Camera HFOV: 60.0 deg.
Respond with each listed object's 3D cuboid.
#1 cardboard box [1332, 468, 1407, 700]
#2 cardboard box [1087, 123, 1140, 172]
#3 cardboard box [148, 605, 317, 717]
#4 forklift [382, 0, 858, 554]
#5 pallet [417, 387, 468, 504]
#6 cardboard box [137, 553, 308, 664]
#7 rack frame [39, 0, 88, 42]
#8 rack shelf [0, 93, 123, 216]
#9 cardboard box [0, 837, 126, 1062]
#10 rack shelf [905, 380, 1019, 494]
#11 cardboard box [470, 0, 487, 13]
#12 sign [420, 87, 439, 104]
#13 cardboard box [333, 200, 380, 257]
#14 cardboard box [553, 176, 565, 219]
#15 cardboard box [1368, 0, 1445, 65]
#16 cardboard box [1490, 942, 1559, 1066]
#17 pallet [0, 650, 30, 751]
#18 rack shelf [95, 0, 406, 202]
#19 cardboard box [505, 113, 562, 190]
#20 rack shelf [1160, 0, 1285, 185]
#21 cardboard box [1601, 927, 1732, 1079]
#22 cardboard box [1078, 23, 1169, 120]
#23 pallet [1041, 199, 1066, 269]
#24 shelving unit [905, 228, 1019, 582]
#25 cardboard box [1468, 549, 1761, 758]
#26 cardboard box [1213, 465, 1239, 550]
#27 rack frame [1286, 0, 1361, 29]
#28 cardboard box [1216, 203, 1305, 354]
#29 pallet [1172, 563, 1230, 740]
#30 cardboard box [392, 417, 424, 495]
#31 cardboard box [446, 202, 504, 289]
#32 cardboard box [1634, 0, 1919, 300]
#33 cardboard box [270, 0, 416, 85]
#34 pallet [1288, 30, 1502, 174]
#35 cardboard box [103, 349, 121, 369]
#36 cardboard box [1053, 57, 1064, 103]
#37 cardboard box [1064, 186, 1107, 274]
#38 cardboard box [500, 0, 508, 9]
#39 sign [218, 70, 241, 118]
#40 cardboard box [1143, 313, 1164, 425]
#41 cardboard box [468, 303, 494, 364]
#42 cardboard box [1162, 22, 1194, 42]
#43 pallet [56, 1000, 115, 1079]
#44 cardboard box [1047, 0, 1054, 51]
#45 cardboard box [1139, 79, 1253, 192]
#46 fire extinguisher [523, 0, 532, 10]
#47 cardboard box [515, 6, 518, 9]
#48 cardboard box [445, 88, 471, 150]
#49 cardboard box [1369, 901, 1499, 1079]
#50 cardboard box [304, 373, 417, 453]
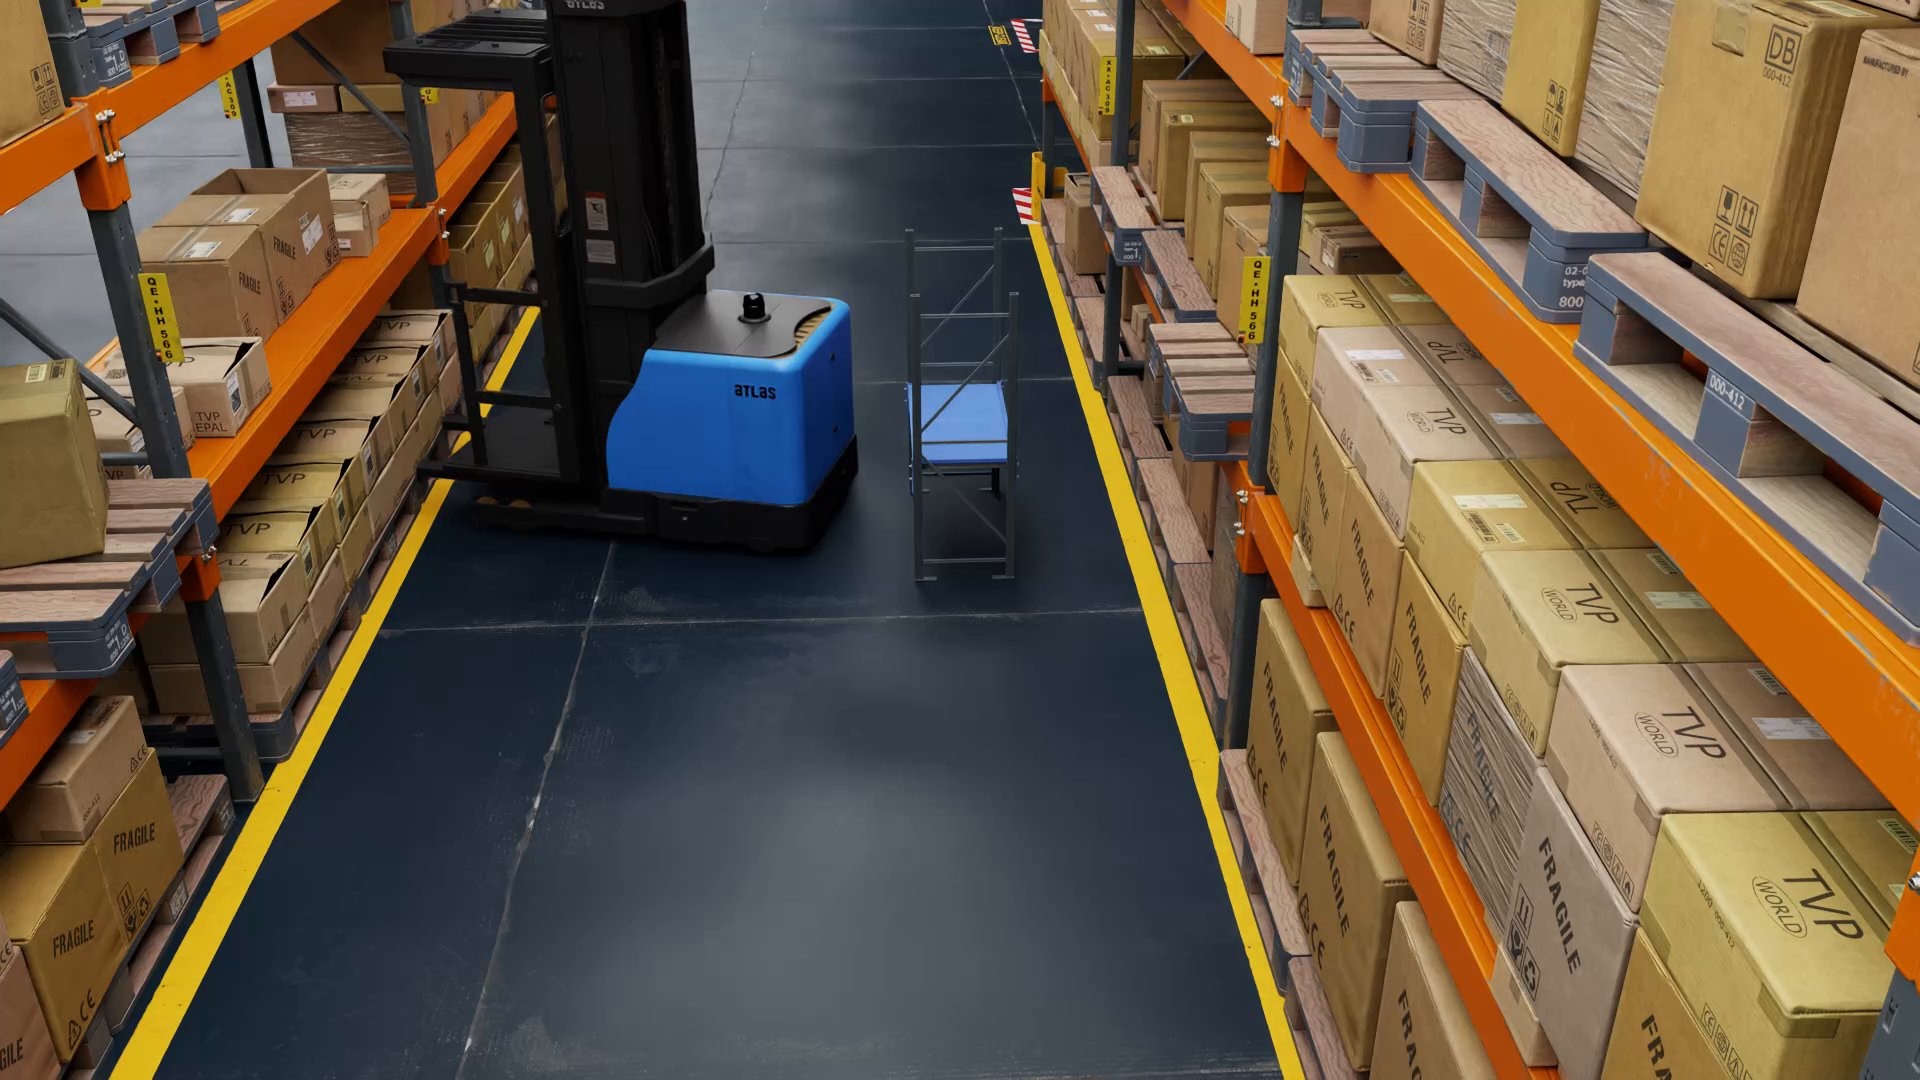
[{"bbox_3d":[1.417,0.115,4.835,0.500,0.500,0.500,-2,28,-3],"label":"cardboard box"},{"bbox_3d":[1.068,-2.403,10.255,0.500,0.250,0.500,-1,28,-3],"label":"cardboard box"},{"bbox_3d":[-3.077,0.503,7.061,0.500,0.250,0.500,-1,28,-3],"label":"cardboard box"},{"bbox_3d":[-2.145,-1.572,8.595,3.031,2.935,1.130,6,28,11],"label":"forklift"},{"bbox_3d":[-3.474,-0.552,9.581,1.003,0.211,1.213,-1,28,-3],"label":"pallet"},{"bbox_3d":[-3.077,0.255,6.931,0.500,0.311,0.500,0,28,-1],"label":"cardboard box"},{"bbox_3d":[-3.343,-2.941,4.657,1.000,3.000,0.127,-1,28,-3],"label":"rack frame"},{"bbox_3d":[-3.238,-0.368,3.747,1.077,0.370,4.000,-1,28,-3],"label":"rack shelf"},{"bbox_3d":[-3.033,1.298,5.246,0.500,0.500,0.500,-2,28,-5],"label":"cardboard box"},{"bbox_3d":[-0.004,-0.545,8.562,0.538,0.185,1.000,-1,28,-3],"label":"rack shelf"},{"bbox_3d":[-3.686,-3.879,11.433,0.700,0.500,0.500,-1,28,-2],"label":"cardboard box"},{"bbox_3d":[-3.010,-2.624,9.371,0.100,0.325,0.005,-1,28,-3],"label":"sign"},{"bbox_3d":[-3.322,-1.667,8.848,0.396,0.266,0.258,-2,28,-4],"label":"cardboard box"},{"bbox_3d":[-3.437,-2.702,13.206,0.500,0.250,0.500,-1,28,-3],"label":"cardboard box"},{"bbox_3d":[1.686,-1.753,5.040,0.700,0.500,0.500,-3,28,-7],"label":"cardboard box"},{"bbox_3d":[1.435,1.041,3.760,0.380,0.149,0.250,-1,28,-3],"label":"cardboard box"},{"bbox_3d":[-3.237,0.702,4.367,1.003,0.211,1.213,-1,28,-3],"label":"pallet"},{"bbox_3d":[-3.447,-2.215,7.288,1.077,0.370,4.000,-1,28,-3],"label":"rack shelf"},{"bbox_3d":[-3.435,-3.034,13.033,0.500,0.500,0.500,-1,28,-3],"label":"cardboard box"},{"bbox_3d":[1.500,-2.337,7.521,1.077,0.370,4.000,-1,28,-3],"label":"rack shelf"},{"bbox_3d":[1.537,1.053,3.036,0.500,0.500,0.500,-2,28,-3],"label":"cardboard box"},{"bbox_3d":[1.030,-2.965,10.522,0.500,0.500,0.500,-2,28,-3],"label":"cardboard box"},{"bbox_3d":[1.197,-2.449,13.218,1.003,0.211,1.213,-1,28,-3],"label":"pallet"},{"bbox_3d":[-0.004,-0.704,8.479,0.538,1.500,1.048,-1,28,-3],"label":"shelving unit"},{"bbox_3d":[1.489,0.246,3.772,0.500,0.250,0.500,-1,28,-2],"label":"cardboard box"},{"bbox_3d":[1.604,-0.061,7.850,0.700,0.500,0.500,-1,28,-3],"label":"cardboard box"},{"bbox_3d":[1.604,-3.062,4.890,1.000,3.000,0.127,-1,28,-3],"label":"rack frame"},{"bbox_3d":[1.513,-1.116,7.062,0.700,0.500,0.500,-4,28,-7],"label":"cardboard box"},{"bbox_3d":[1.565,0.473,7.614,1.003,0.211,1.213,-1,28,-3],"label":"pallet"},{"bbox_3d":[-3.189,-0.441,8.871,0.500,0.250,0.500,-1,28,-2],"label":"cardboard box"},{"bbox_3d":[-3.297,-1.880,10.819,0.500,0.500,0.500,-1,28,-3],"label":"cardboard box"},{"bbox_3d":[1.783,-0.789,3.191,0.700,0.500,0.500,-2,28,-4],"label":"cardboard box"},{"bbox_3d":[-3.581,-2.952,9.656,0.700,0.500,0.500,-1,28,-2],"label":"cardboard box"},{"bbox_3d":[1.691,-1.352,5.060,1.213,0.211,1.003,0,28,0],"label":"pallet"},{"bbox_3d":[-3.466,-0.757,7.229,0.380,0.149,0.250,1,28,1],"label":"cardboard box"},{"bbox_3d":[0.957,-3.331,12.034,0.500,0.250,0.500,-2,28,-3],"label":"cardboard box"},{"bbox_3d":[1.151,-2.258,12.064,0.700,0.500,0.500,-3,28,-6],"label":"cardboard box"},{"bbox_3d":[-3.522,-3.896,12.168,0.380,0.149,0.250,-2,28,-3],"label":"cardboard box"},{"bbox_3d":[-4.106,-2.533,9.341,0.100,0.325,0.005,-1,28,-3],"label":"sign"},{"bbox_3d":[1.450,-0.997,9.645,0.700,0.500,0.500,0,28,-1],"label":"cardboard box"},{"bbox_3d":[-3.273,-1.317,10.550,0.500,0.250,0.500,-1,28,-3],"label":"cardboard box"},{"bbox_3d":[1.556,-2.985,10.560,0.500,0.500,0.500,-2,28,-3],"label":"cardboard box"},{"bbox_3d":[-3.281,1.863,4.949,1.003,0.211,1.213,-1,28,-3],"label":"pallet"},{"bbox_3d":[0.927,-3.915,12.343,0.500,0.500,0.500,-1,28,-2],"label":"cardboard box"},{"bbox_3d":[1.388,-2.253,9.242,0.700,0.500,0.500,-1,28,-2],"label":"cardboard box"},{"bbox_3d":[-3.303,-4.007,13.272,0.296,0.674,0.183,-1,28,-3],"label":"fire extinguisher"},{"bbox_3d":[-3.749,-3.804,12.691,0.700,0.500,0.500,-1,28,-3],"label":"cardboard box"},{"bbox_3d":[-3.637,-2.852,10.867,0.700,0.500,0.500,-1,28,-2],"label":"cardboard box"},{"bbox_3d":[1.600,1.505,4.492,0.750,0.750,0.750,-1,28,-1],"label":"cardboard box"},{"bbox_3d":[-3.187,-0.693,8.748,0.500,0.311,0.500,-1,28,-3],"label":"cardboard box"}]
